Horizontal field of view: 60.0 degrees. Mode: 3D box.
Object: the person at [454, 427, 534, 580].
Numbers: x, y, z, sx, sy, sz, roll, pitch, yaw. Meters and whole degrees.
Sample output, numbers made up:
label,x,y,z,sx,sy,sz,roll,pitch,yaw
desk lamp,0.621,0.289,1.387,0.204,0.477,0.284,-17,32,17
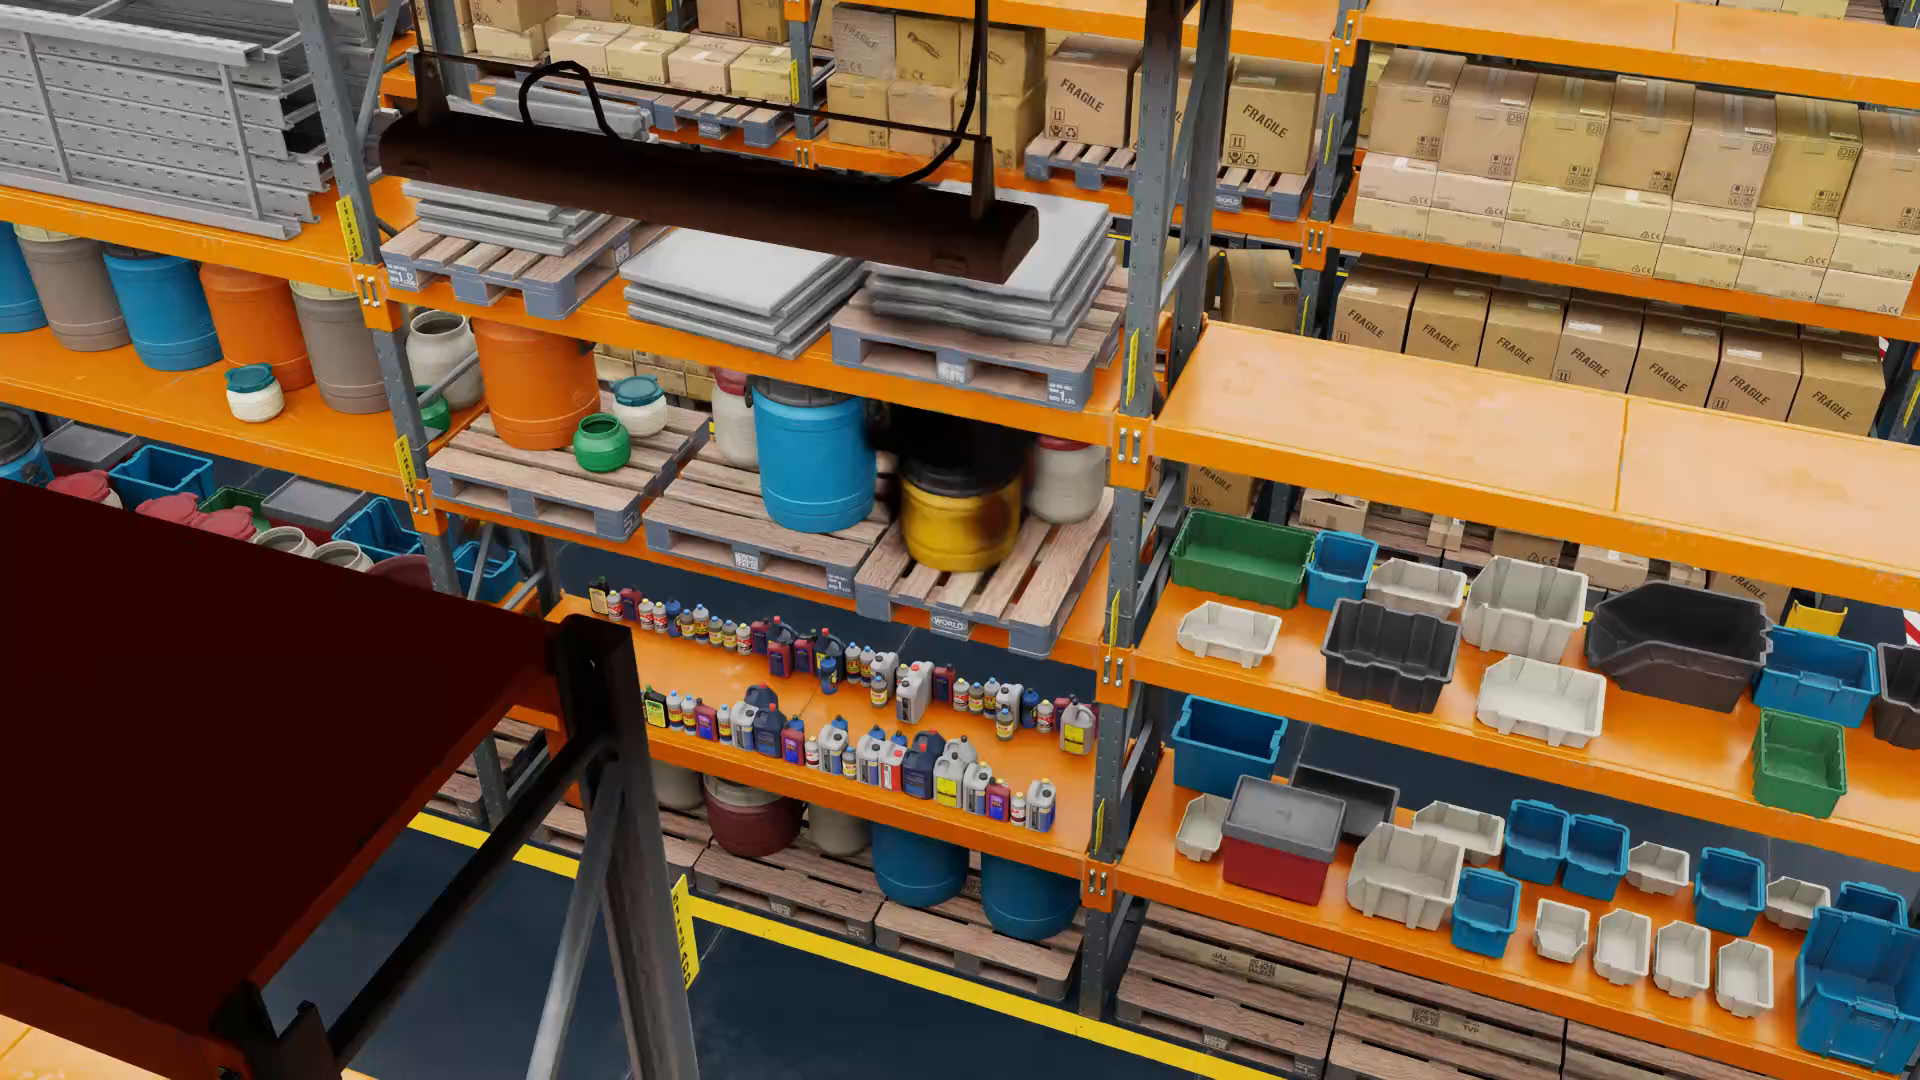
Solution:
label,x,y,z,sx,sy,sz,roll,pitch,yaw
person,-3.430,-0.192,12.161,0.791,1.825,0.676,13,39,17
